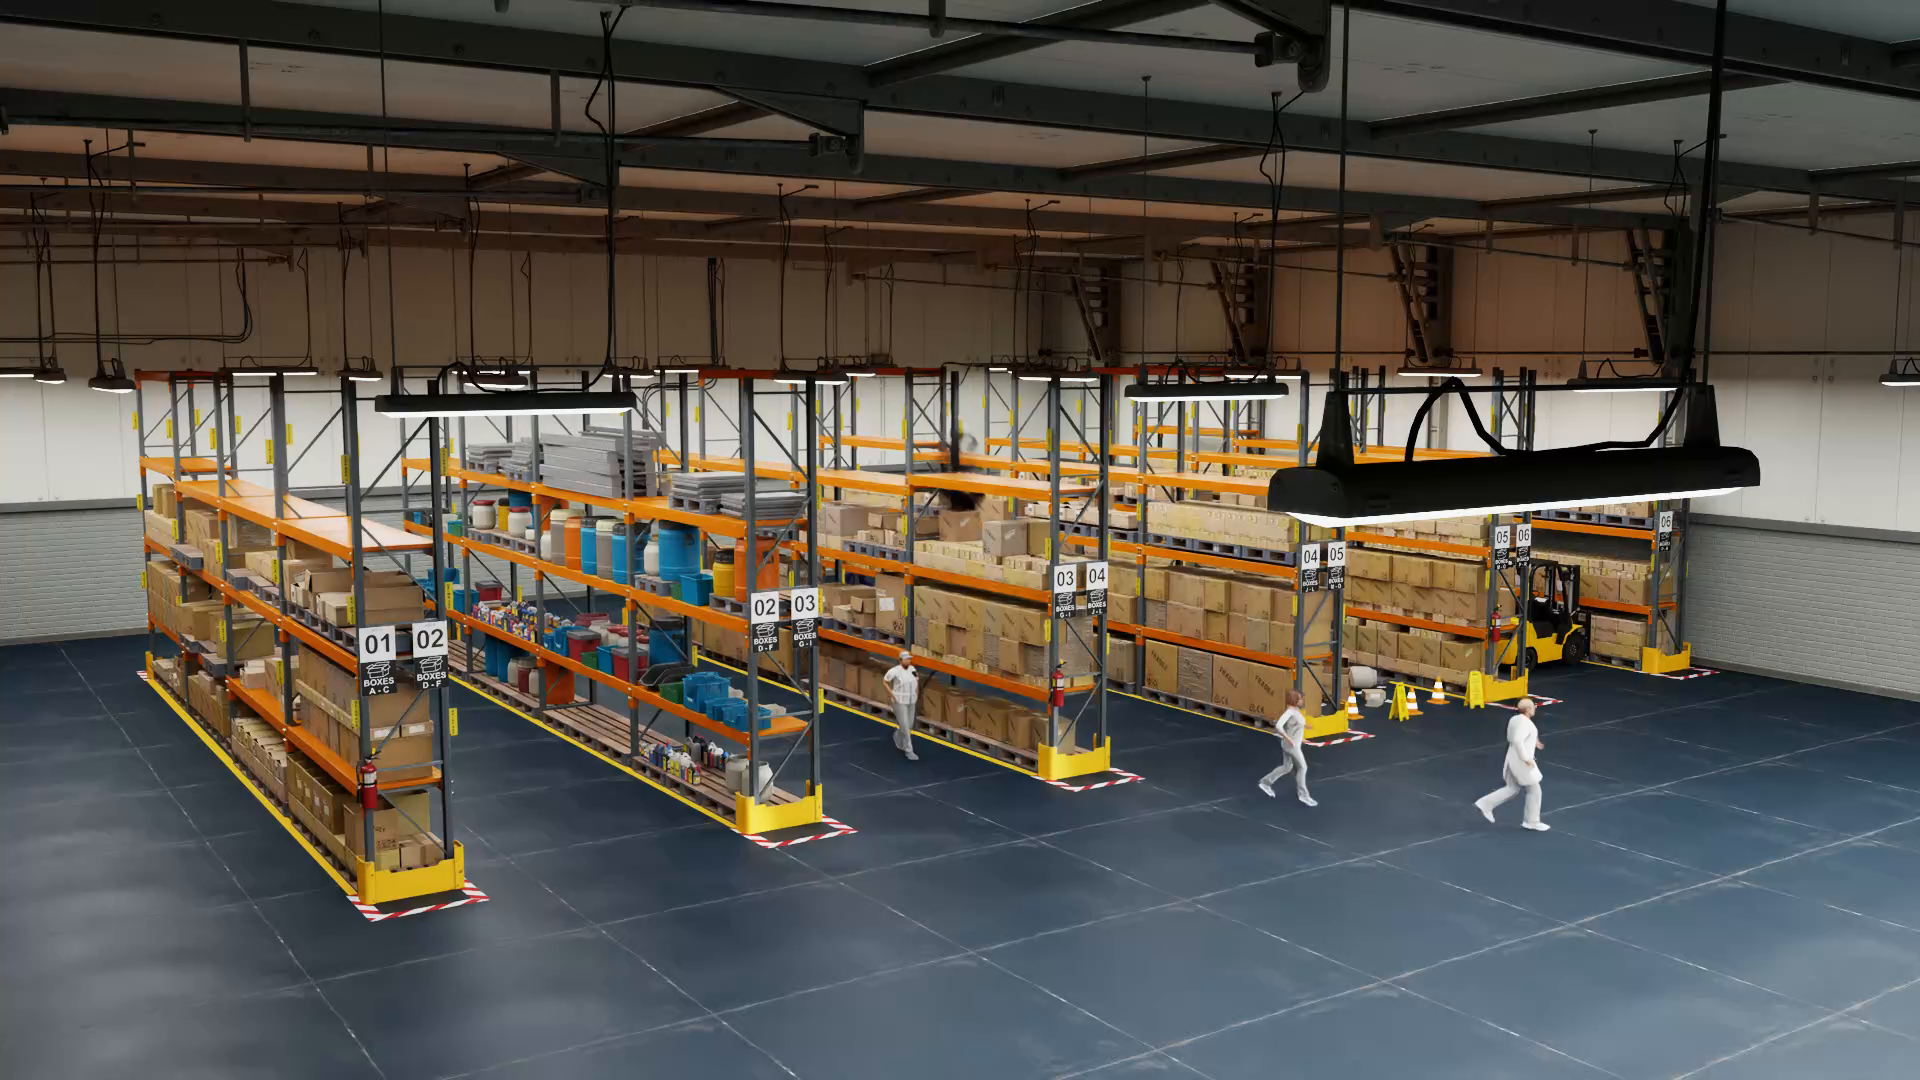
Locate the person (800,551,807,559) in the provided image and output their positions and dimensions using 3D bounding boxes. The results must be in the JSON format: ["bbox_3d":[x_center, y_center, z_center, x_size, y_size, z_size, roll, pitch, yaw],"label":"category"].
[{"bbox_3d":[-3.771,1.091,38.715,0.693,1.764,0.881,-4,8,-33],"label":"person"}]

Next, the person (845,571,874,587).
[{"bbox_3d":[-2.620,0.781,42.511,1.019,1.604,0.557,-5,8,-35],"label":"person"}]

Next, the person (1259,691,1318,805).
[{"bbox_3d":[4.623,2.916,23.362,0.820,1.590,0.524,1,7,11],"label":"person"}]

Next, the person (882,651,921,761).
[{"bbox_3d":[-0.876,2.560,26.098,0.617,1.668,0.837,-5,8,-36],"label":"person"}]

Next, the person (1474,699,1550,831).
[{"bbox_3d":[7.346,2.979,22.008,1.007,1.773,0.678,-1,6,-6],"label":"person"}]
